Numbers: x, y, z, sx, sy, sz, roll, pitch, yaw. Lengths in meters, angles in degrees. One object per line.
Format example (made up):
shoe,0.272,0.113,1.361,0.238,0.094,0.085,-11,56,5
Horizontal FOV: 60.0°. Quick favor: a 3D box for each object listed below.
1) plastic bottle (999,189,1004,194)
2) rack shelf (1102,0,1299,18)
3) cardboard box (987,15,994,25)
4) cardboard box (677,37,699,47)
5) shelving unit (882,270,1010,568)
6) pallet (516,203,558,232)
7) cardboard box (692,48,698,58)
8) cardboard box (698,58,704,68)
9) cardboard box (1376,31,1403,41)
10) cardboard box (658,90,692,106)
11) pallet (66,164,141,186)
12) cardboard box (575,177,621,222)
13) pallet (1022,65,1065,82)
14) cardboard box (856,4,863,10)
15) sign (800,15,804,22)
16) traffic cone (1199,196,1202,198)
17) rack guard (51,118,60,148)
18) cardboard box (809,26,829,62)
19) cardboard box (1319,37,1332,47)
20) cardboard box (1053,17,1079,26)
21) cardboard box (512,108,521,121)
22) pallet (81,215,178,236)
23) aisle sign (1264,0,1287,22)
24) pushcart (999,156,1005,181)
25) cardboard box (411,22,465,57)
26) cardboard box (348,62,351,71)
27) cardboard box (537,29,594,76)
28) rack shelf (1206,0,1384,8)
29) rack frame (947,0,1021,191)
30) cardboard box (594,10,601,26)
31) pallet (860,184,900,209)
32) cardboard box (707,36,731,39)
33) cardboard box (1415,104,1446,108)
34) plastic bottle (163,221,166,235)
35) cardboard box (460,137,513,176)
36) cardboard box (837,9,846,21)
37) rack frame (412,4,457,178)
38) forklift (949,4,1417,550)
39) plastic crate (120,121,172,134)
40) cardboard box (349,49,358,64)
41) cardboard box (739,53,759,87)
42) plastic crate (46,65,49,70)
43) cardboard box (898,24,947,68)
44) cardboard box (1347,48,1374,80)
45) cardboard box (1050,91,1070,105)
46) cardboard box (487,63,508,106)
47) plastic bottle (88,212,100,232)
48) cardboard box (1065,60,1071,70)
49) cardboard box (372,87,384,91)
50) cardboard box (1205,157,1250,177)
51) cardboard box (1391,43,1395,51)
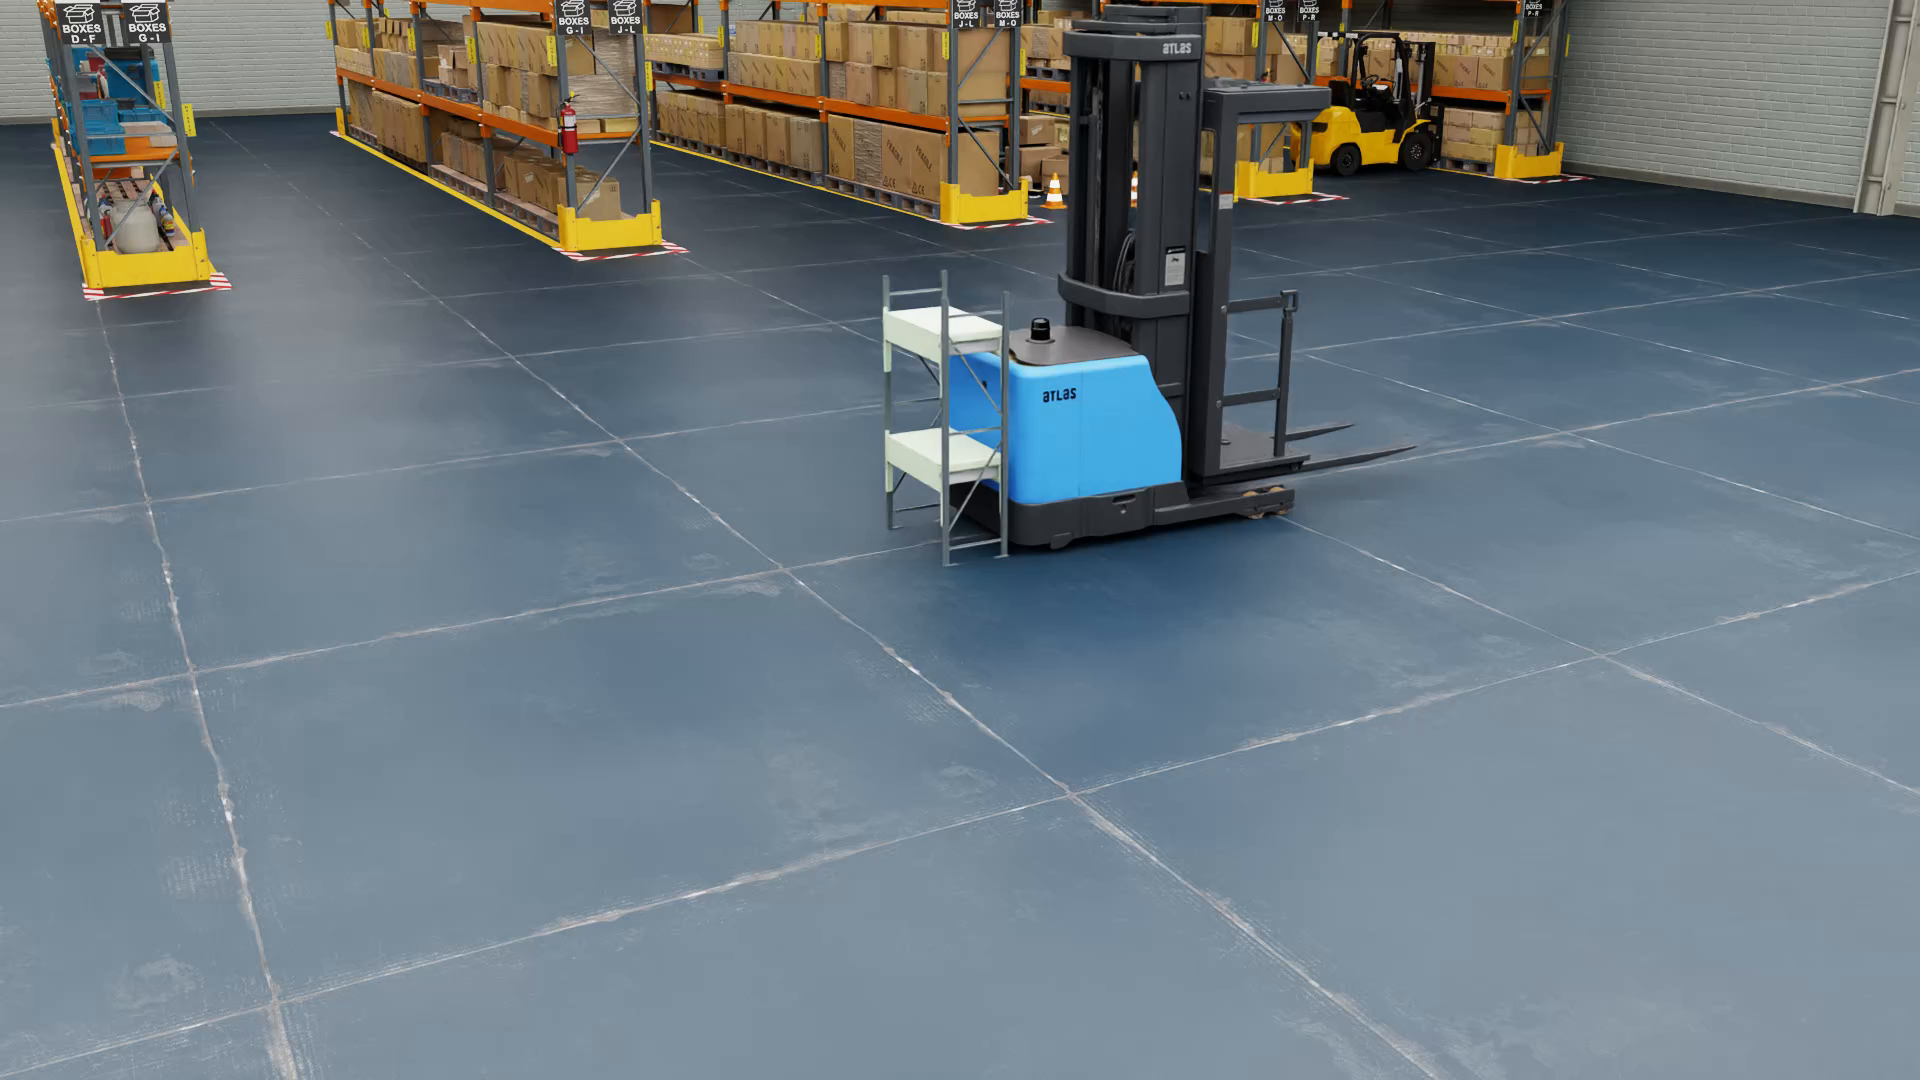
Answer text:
plastic bottle,0.516,-5.097,24.309,0.133,0.061,0.283,16,25,39
rack shelf,3.667,-8.082,24.959,1.077,0.370,4.000,-10,21,-27
cardboard box,0.342,-9.355,30.456,0.500,0.500,0.500,-11,22,-28
cardboard box,-4.739,-8.733,29.171,0.380,0.149,0.250,-9,21,-24
shelving unit,-0.085,-0.693,9.342,0.431,1.500,0.755,-10,21,-26
pallet,-5.071,-4.187,21.443,1.003,0.211,1.213,-10,21,-27
cardboard box,-4.382,-8.374,28.586,0.380,0.149,0.250,-9,21,-25
cardboard box,-4.246,-8.153,28.401,0.380,0.149,0.250,-10,21,-27
cardboard box,7.307,-8.573,28.272,0.380,0.149,0.250,-10,22,-28
cardboard box,-5.272,-8.198,30.828,0.500,0.250,0.500,-11,22,-29
pallet,-13.249,-5.676,25.757,1.003,0.211,1.213,-10,21,-27
cardboard box,-4.387,-4.094,20.085,0.500,0.500,0.500,-6,20,-17
pallet,1.794,-8.074,28.726,1.003,0.211,1.213,-10,21,-27
cardboard box,-1.934,-11.042,34.353,0.380,0.149,0.250,-10,21,-27
sign,-3.472,-11.386,36.580,0.100,0.325,0.005,-10,21,-27
traffic cone,3.277,-5.155,23.860,0.336,0.463,0.334,-10,21,-27
rack guard,-16.084,-7.544,30.728,1.175,0.500,0.348,-10,21,-27
cardboard box,-1.832,-7.444,24.920,0.700,0.500,0.500,-10,22,-28
cardboard box,6.588,-8.837,29.496,0.380,0.149,0.250,-10,22,-27
cardboard box,1.843,-8.994,28.849,0.380,0.149,0.250,-11,22,-29
cardboard box,-5.443,-5.388,21.032,0.380,0.149,0.250,-10,21,-27
pallet,-10.081,-3.759,20.201,1.003,0.211,1.213,-10,21,-27
aisle sign,4.391,-7.596,23.062,0.394,0.787,0.004,-10,21,-27
pushcart,0.734,-5.971,26.358,0.936,0.377,1.648,16,25,39
cardboard box,-8.237,-7.926,26.310,0.797,0.503,0.637,-9,21,-25
cardboard box,-11.212,-8.848,31.059,0.380,0.149,0.250,-10,22,-27
cardboard box,-4.584,-5.675,19.338,0.500,0.500,0.500,-10,21,-27
rack shelf,6.134,-10.000,30.518,1.077,0.370,4.000,-10,21,-27
rack frame,0.308,-5.634,21.362,1.000,3.000,0.127,-10,21,-27
cardboard box,-7.065,-10.574,33.535,0.500,0.500,0.500,-9,21,-25
pallet,-0.716,-4.883,23.460,1.003,0.211,1.213,-10,21,-27
cardboard box,-4.280,-8.904,29.666,0.380,0.149,0.250,-10,22,-27
cardboard box,7.760,-7.091,27.621,0.500,0.250,0.500,-10,22,-28
plastic bottle,-9.100,-3.612,19.115,0.097,0.201,0.097,0,19,0
cardboard box,-7.018,-5.710,24.738,0.700,0.500,0.500,-8,21,-22
cardboard box,-2.264,-10.924,35.006,0.500,0.500,0.500,-10,21,-26
rack frame,-7.904,-7.192,25.875,1.000,3.000,0.127,-10,21,-27
forklift,1.451,-1.651,9.923,3.031,2.935,1.130,-10,21,-26
plastic crate,-9.369,-4.725,19.129,0.530,0.136,0.437,-10,21,-27
cardboard box,-10.972,-8.936,30.705,0.500,0.250,0.500,-10,22,-28
cardboard box,-3.271,-7.662,27.084,0.500,0.500,0.500,-10,22,-27
plastic crate,-16.155,-8.398,29.683,0.250,0.136,0.298,-10,21,-27
cardboard box,-0.323,-6.654,22.430,0.875,0.550,0.550,-10,21,-27
cardboard box,7.065,-8.228,28.724,0.500,0.500,0.500,-11,22,-28
cardboard box,2.457,-10.070,37.405,0.700,0.500,0.500,-11,22,-29
cardboard box,-5.639,-5.944,21.648,0.875,0.500,0.500,-10,21,-27
plastic bottle,-9.883,-3.624,19.037,0.152,0.276,0.135,-11,22,-28
cardboard box,1.966,-7.910,27.698,0.380,0.149,0.250,-10,22,-28
cardboard box,-10.046,-7.736,30.065,0.875,0.875,0.875,-10,21,-27
cardboard box,3.984,-5.526,24.619,0.500,0.250,0.500,-10,21,-27
cardboard box,7.451,-8.268,27.845,0.380,0.149,0.250,-10,22,-27
